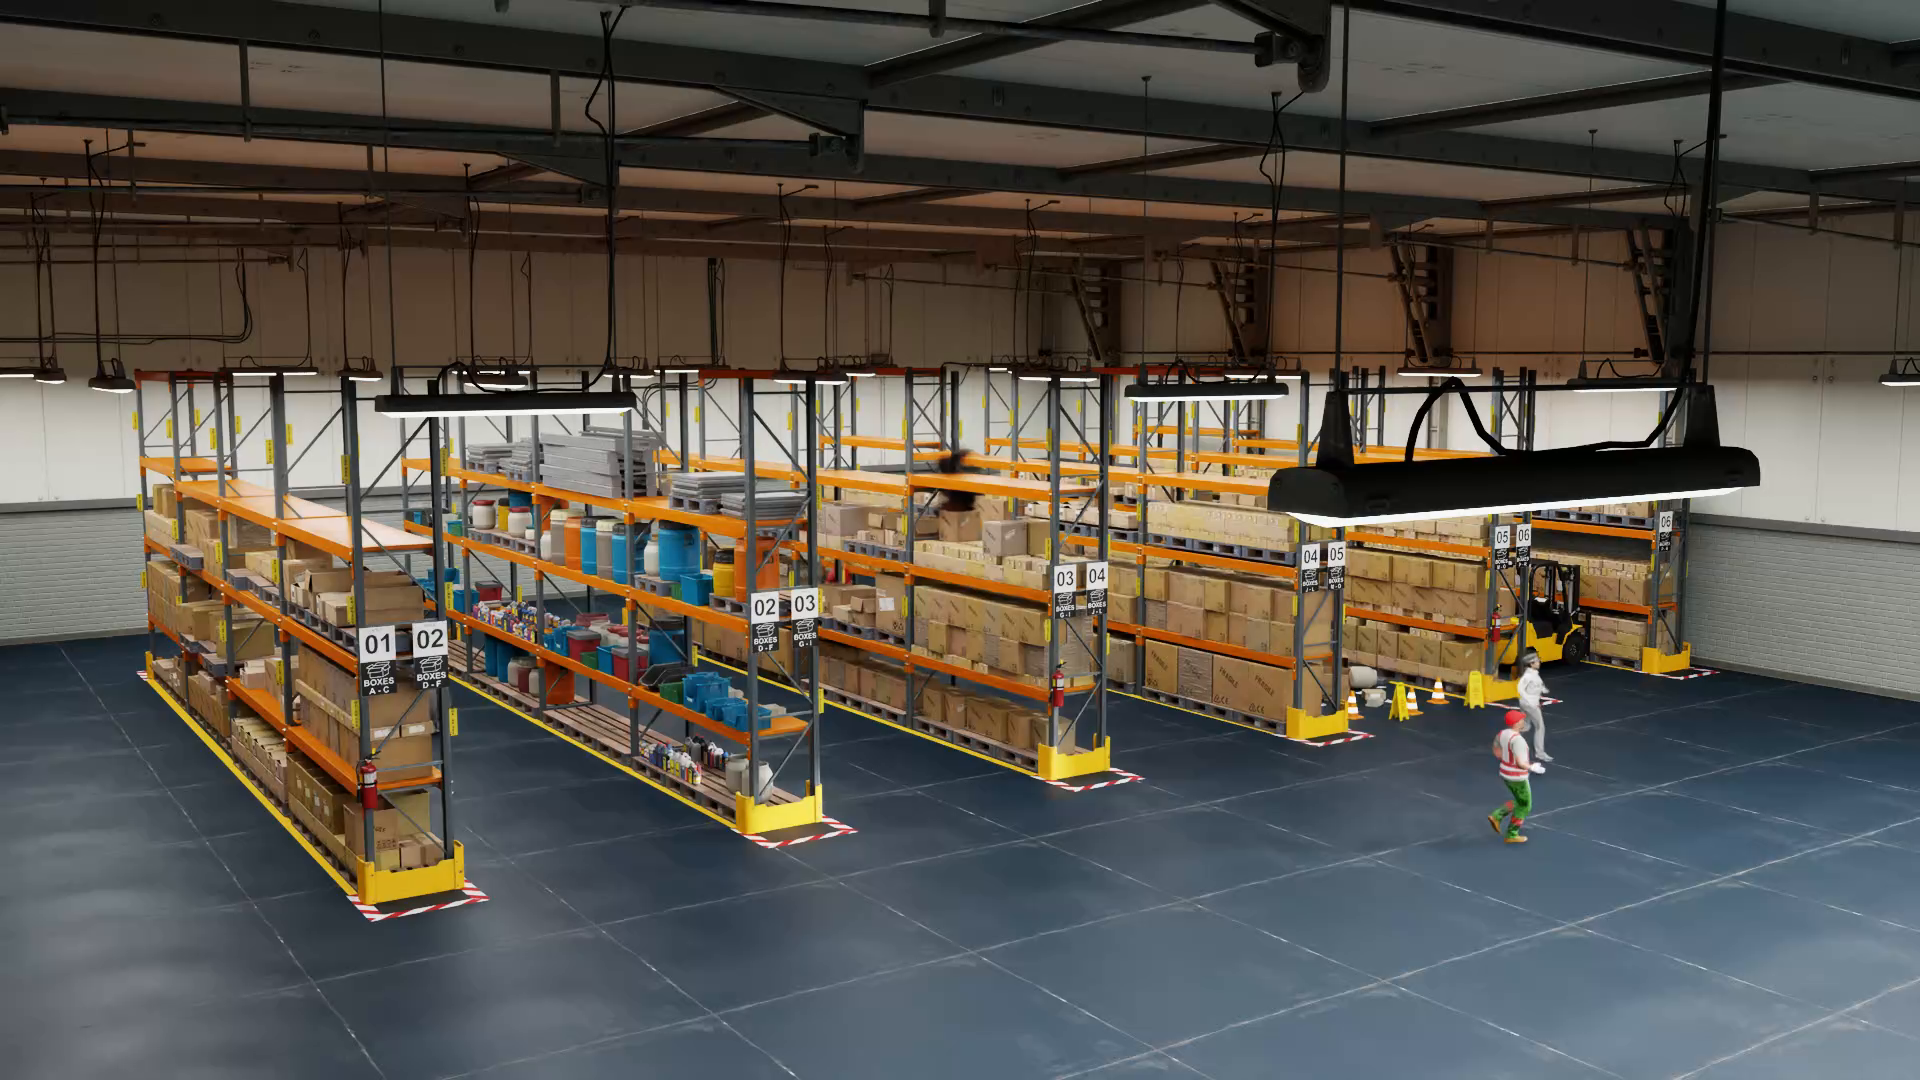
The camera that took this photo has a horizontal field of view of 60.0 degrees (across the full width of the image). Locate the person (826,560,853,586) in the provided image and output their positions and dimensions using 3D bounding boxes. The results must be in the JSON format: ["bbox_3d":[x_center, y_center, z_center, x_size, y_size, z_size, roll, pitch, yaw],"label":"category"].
[{"bbox_3d":[-2.724,1.260,37.582,0.661,1.700,0.673,-5,8,-35],"label":"person"}]

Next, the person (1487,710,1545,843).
[{"bbox_3d":[7.165,3.047,21.460,0.612,1.739,0.651,-1,6,-5],"label":"person"}]

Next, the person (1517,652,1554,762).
[{"bbox_3d":[8.834,2.578,25.877,0.842,1.710,0.603,1,7,12],"label":"person"}]

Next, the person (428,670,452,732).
[{"bbox_3d":[-8.663,2.388,27.582,0.554,1.665,0.602,-6,9,-45],"label":"person"}]
